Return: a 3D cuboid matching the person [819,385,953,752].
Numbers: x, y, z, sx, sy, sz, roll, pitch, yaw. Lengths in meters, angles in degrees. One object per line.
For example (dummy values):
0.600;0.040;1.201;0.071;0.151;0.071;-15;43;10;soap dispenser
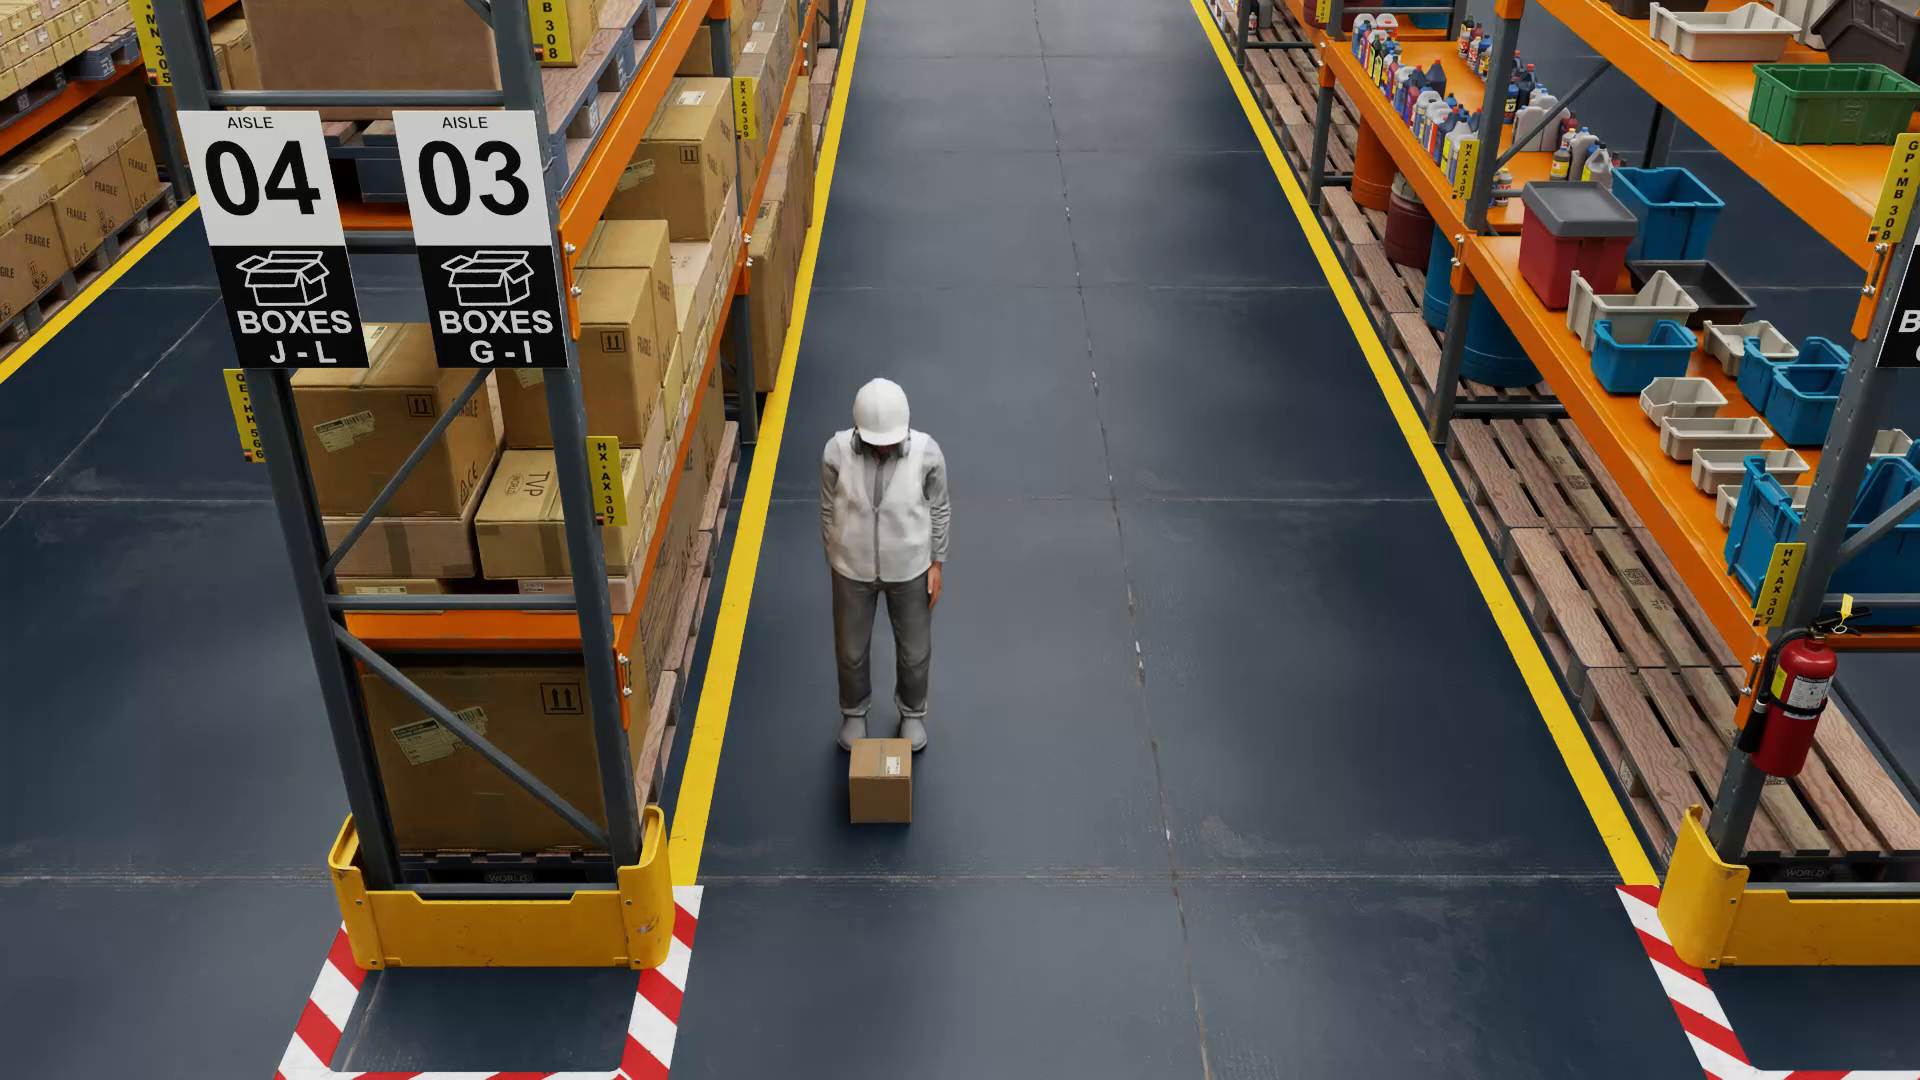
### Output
-0.305;0.118;6.952;0.549;1.743;0.427;1;31;1;person
